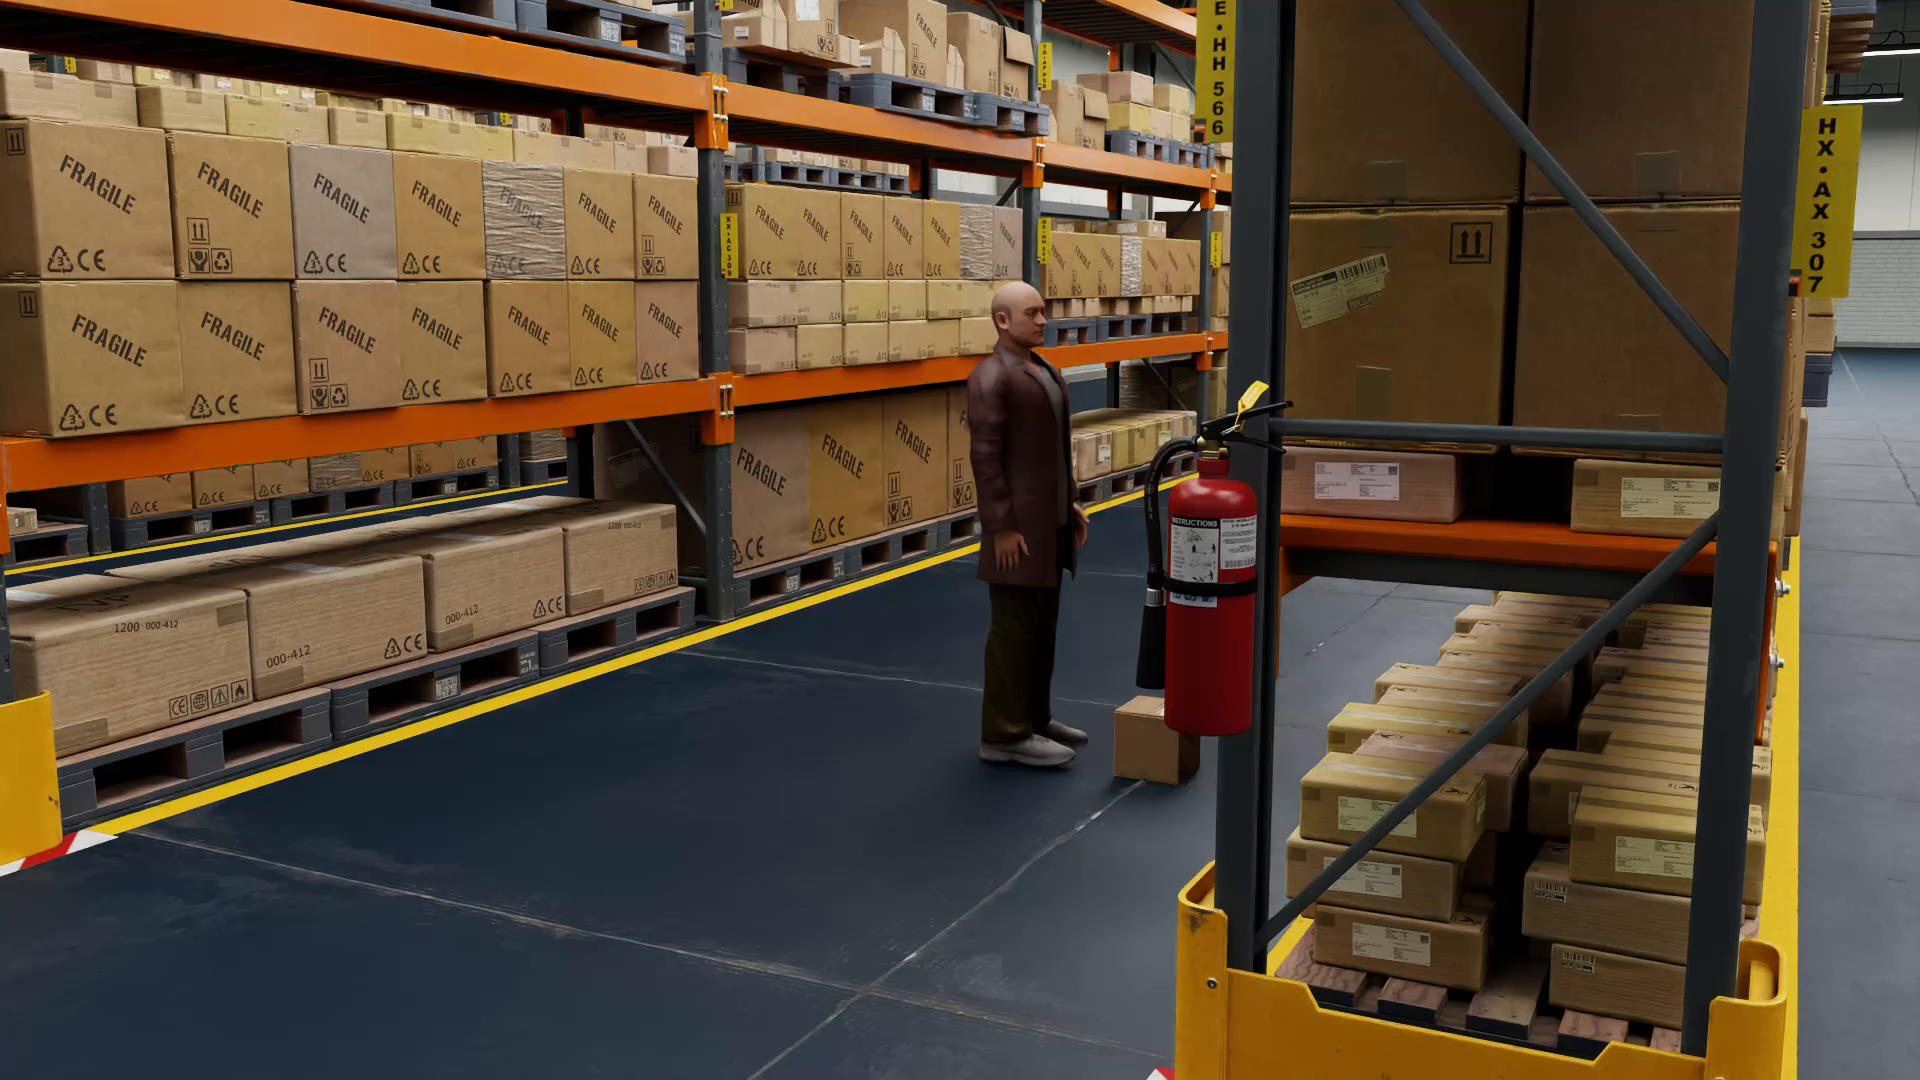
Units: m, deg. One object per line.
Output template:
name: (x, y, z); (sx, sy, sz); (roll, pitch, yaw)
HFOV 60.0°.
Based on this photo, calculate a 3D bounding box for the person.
person: (0.274, 0.040, 6.242); (0.445, 1.603, 0.574); (4, 10, 27)
